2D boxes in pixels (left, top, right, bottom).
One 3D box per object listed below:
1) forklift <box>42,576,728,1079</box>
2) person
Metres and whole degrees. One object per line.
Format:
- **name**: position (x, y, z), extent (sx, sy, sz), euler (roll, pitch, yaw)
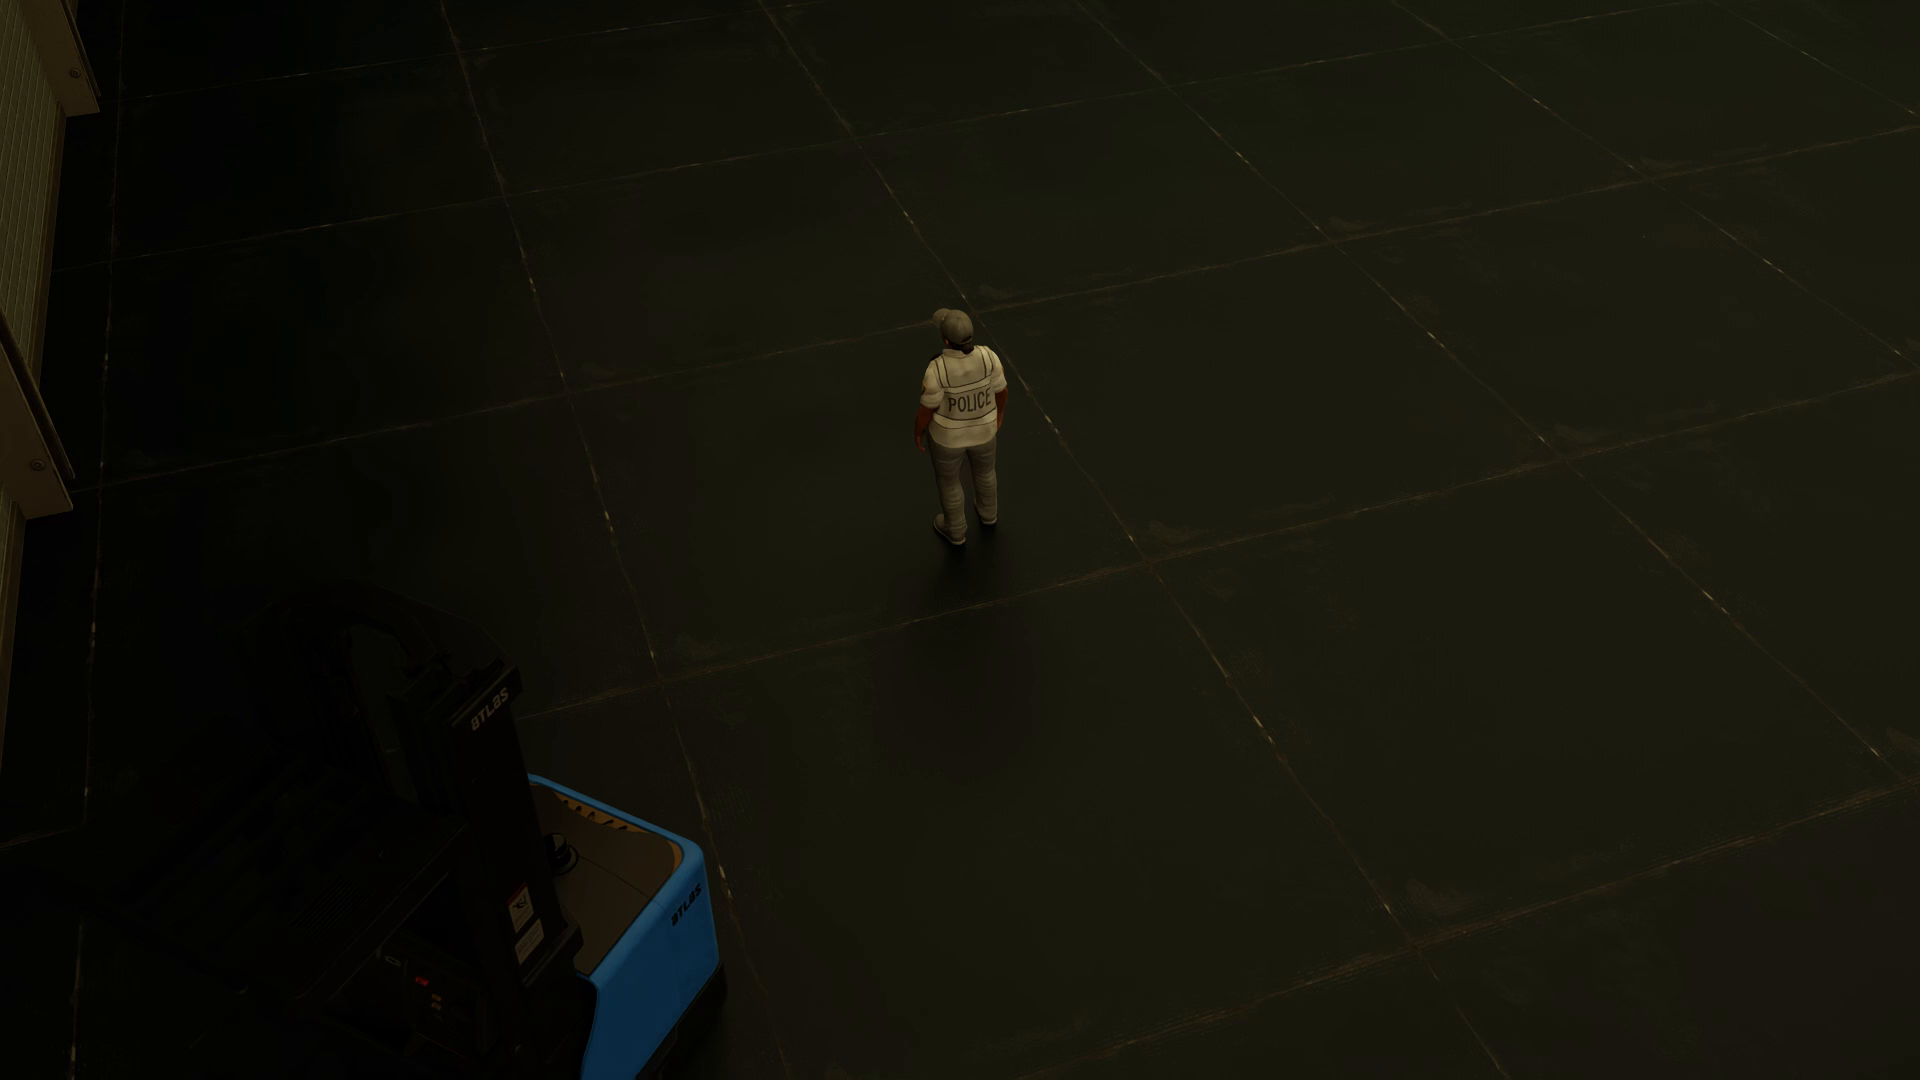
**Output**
- **forklift**: position (-2.194, 1.703, 5.968), extent (1.130, 2.935, 3.031), euler (18, 43, 20)
- **person**: position (-0.005, -0.696, 9.796), extent (0.598, 1.670, 0.529), euler (-13, 42, -15)
